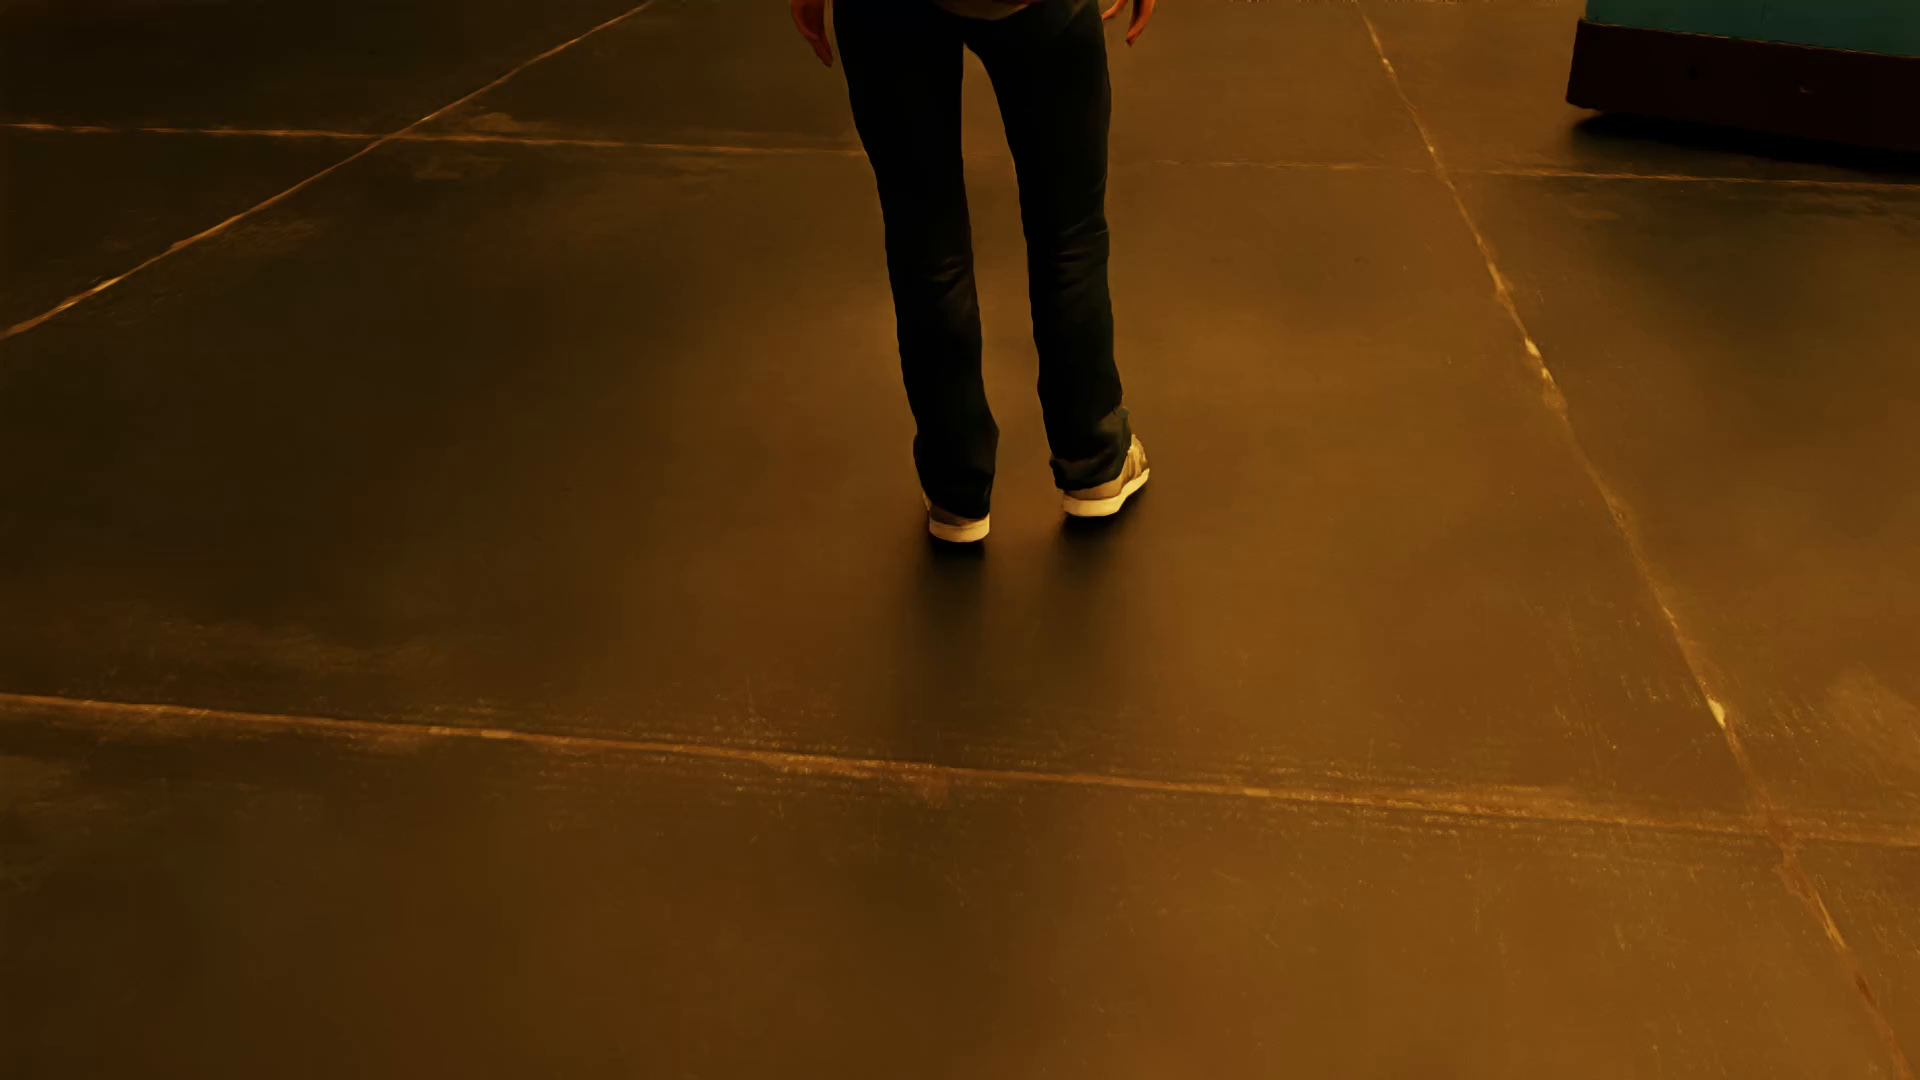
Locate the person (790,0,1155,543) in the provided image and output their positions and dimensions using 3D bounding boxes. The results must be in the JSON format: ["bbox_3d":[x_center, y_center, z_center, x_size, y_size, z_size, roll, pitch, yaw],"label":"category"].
[{"bbox_3d":[0.023,-0.753,2.204,0.520,1.597,0.474,3,27,7],"label":"person"}]

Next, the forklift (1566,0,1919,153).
[{"bbox_3d":[3.133,-2.912,5.055,1.130,2.935,3.031,20,33,35],"label":"forklift"}]
